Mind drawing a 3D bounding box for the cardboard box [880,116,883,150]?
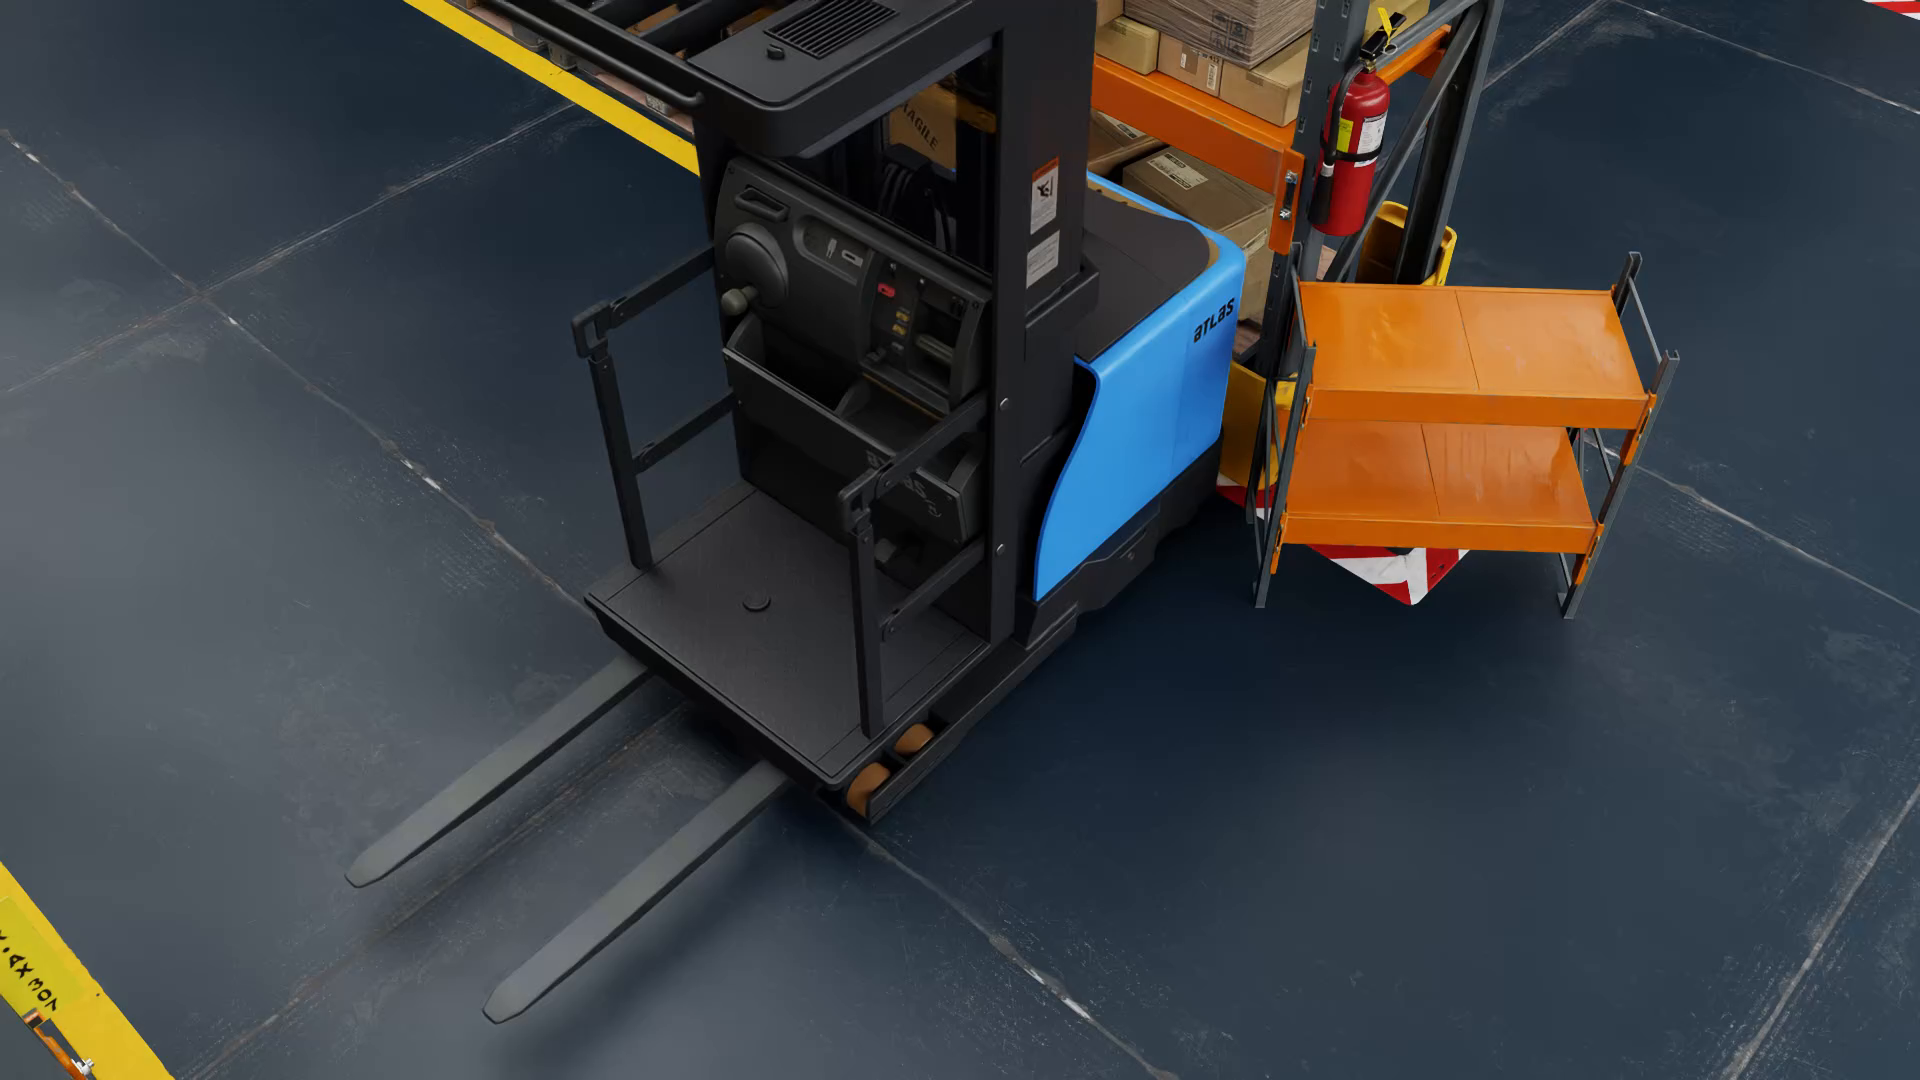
[{"bbox_3d":[-0.350,-2.048,7.042,0.500,0.500,0.500,29,53,25],"label":"cardboard box"}]

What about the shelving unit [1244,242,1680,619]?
[{"bbox_3d":[1.517,-0.322,5.281,1.048,1.125,0.538,2,47,2],"label":"shelving unit"}]

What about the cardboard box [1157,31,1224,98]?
[{"bbox_3d":[0.854,-1.613,5.380,0.250,0.149,0.380,34,55,28],"label":"cardboard box"}]

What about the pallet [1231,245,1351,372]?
[{"bbox_3d":[0.758,-1.049,6.590,1.213,0.211,1.003,34,55,28],"label":"pallet"}]

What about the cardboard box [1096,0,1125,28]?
[{"bbox_3d":[0.553,-2.151,5.439,0.500,0.500,0.875,34,55,28],"label":"cardboard box"}]

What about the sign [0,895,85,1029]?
[{"bbox_3d":[-1.596,0.721,2.826,0.005,0.325,0.100,34,55,28],"label":"sign"}]

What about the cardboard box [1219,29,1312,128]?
[{"bbox_3d":[1.038,-1.489,5.263,0.250,0.149,0.380,34,55,28],"label":"cardboard box"}]

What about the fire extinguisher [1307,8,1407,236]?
[{"bbox_3d":[1.159,-1.215,4.886,0.183,0.674,0.296,34,55,28],"label":"fire extinguisher"}]

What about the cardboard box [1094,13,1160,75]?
[{"bbox_3d":[0.636,-1.709,5.470,0.250,0.149,0.380,34,55,28],"label":"cardboard box"}]

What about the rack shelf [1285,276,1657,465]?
[{"bbox_3d":[1.517,-0.523,5.068,1.000,0.278,0.538,2,47,2],"label":"rack shelf"}]

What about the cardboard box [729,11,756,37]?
[{"bbox_3d":[-0.859,-2.313,7.290,0.500,0.500,0.500,-22,51,-19],"label":"cardboard box"}]

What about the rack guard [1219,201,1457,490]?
[{"bbox_3d":[1.331,-0.727,6.090,0.348,0.500,1.175,34,55,28],"label":"rack guard"}]

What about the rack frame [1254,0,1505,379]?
[{"bbox_3d":[1.387,-1.545,5.143,0.127,3.000,1.000,34,55,28],"label":"rack frame"}]

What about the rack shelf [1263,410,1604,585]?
[{"bbox_3d":[1.517,-0.155,5.459,1.000,0.278,0.538,2,47,2],"label":"rack shelf"}]

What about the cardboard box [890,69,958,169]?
[{"bbox_3d":[0.030,-1.748,6.760,0.500,0.500,0.500,-33,55,-27],"label":"cardboard box"}]

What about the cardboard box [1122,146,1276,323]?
[{"bbox_3d":[0.940,-1.151,6.200,0.500,0.500,0.500,-28,53,-24],"label":"cardboard box"}]

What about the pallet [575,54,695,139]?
[{"bbox_3d":[-1.035,-2.255,7.723,1.213,0.211,1.003,34,55,28],"label":"pallet"}]

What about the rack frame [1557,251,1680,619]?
[{"bbox_3d":[2.025,-0.305,5.264,0.032,1.125,0.500,2,47,2],"label":"rack frame"}]

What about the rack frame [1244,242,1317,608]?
[{"bbox_3d":[1.010,-0.340,5.298,0.032,1.125,0.500,2,47,2],"label":"rack frame"}]

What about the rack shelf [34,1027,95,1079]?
[{"bbox_3d":[-3.442,0.366,3.843,4.000,0.370,1.077,34,55,28],"label":"rack shelf"}]

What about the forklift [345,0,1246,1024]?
[{"bbox_3d":[-0.447,-0.595,4.298,1.130,2.935,3.031,33,55,27],"label":"forklift"}]

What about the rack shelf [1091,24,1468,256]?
[{"bbox_3d":[-0.083,-2.288,6.334,4.000,0.370,1.077,34,55,28],"label":"rack shelf"}]

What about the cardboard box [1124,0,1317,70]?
[{"bbox_3d":[1.002,-1.968,5.267,0.500,0.500,0.875,34,55,28],"label":"cardboard box"}]

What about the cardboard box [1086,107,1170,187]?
[{"bbox_3d":[0.477,-1.428,6.460,0.500,0.500,0.500,-25,52,-21],"label":"cardboard box"}]

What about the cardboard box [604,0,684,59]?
[{"bbox_3d":[-1.285,-2.592,7.552,0.500,0.500,0.500,32,55,27],"label":"cardboard box"}]

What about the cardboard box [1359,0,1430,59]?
[{"bbox_3d":[1.339,-1.728,5.487,0.250,0.149,0.380,34,55,28],"label":"cardboard box"}]

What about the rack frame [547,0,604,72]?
[{"bbox_3d":[-1.552,-3.523,7.000,0.127,3.000,1.000,34,55,28],"label":"rack frame"}]

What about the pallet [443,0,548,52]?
[{"bbox_3d":[-2.125,-2.952,8.377,1.213,0.211,1.003,34,55,28],"label":"pallet"}]
